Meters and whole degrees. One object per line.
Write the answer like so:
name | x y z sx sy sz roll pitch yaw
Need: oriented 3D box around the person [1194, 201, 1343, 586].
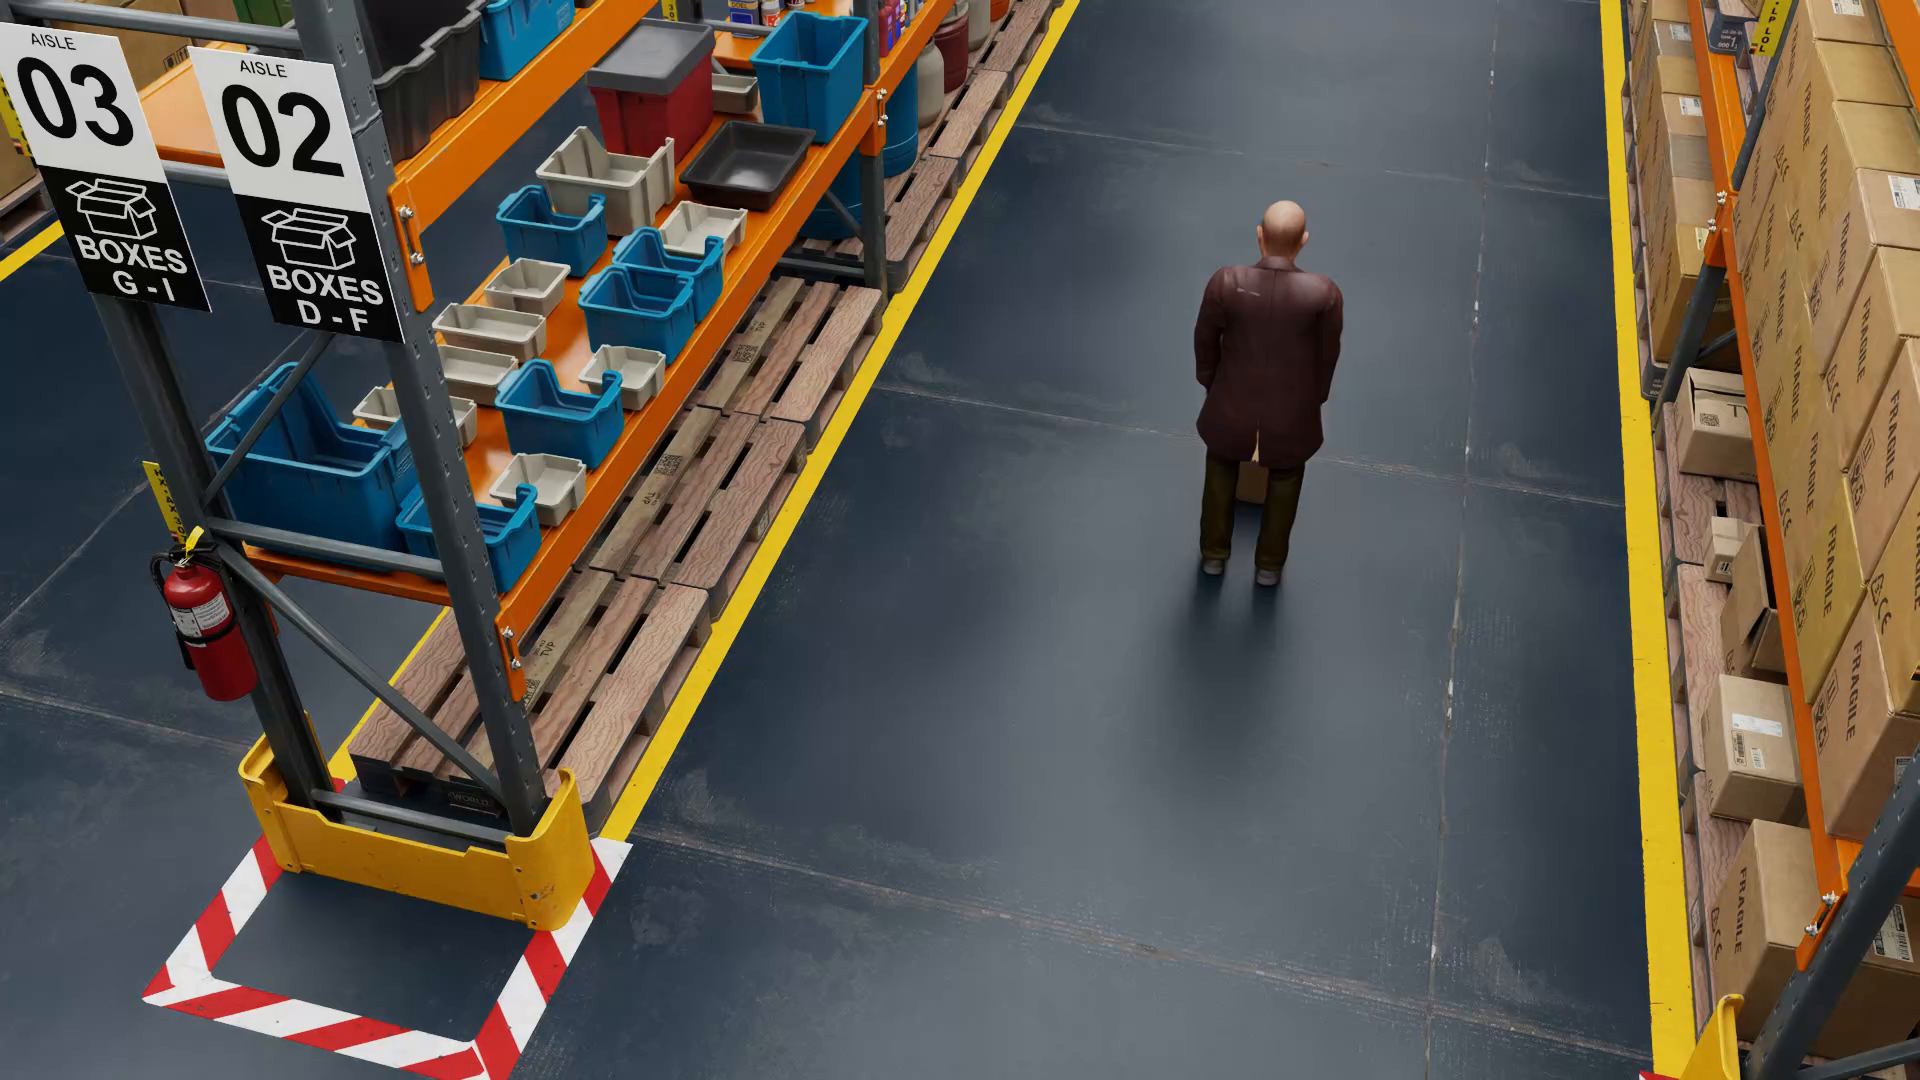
person | 1.240 -0.585 6.901 0.587 1.729 0.417 11 42 12
